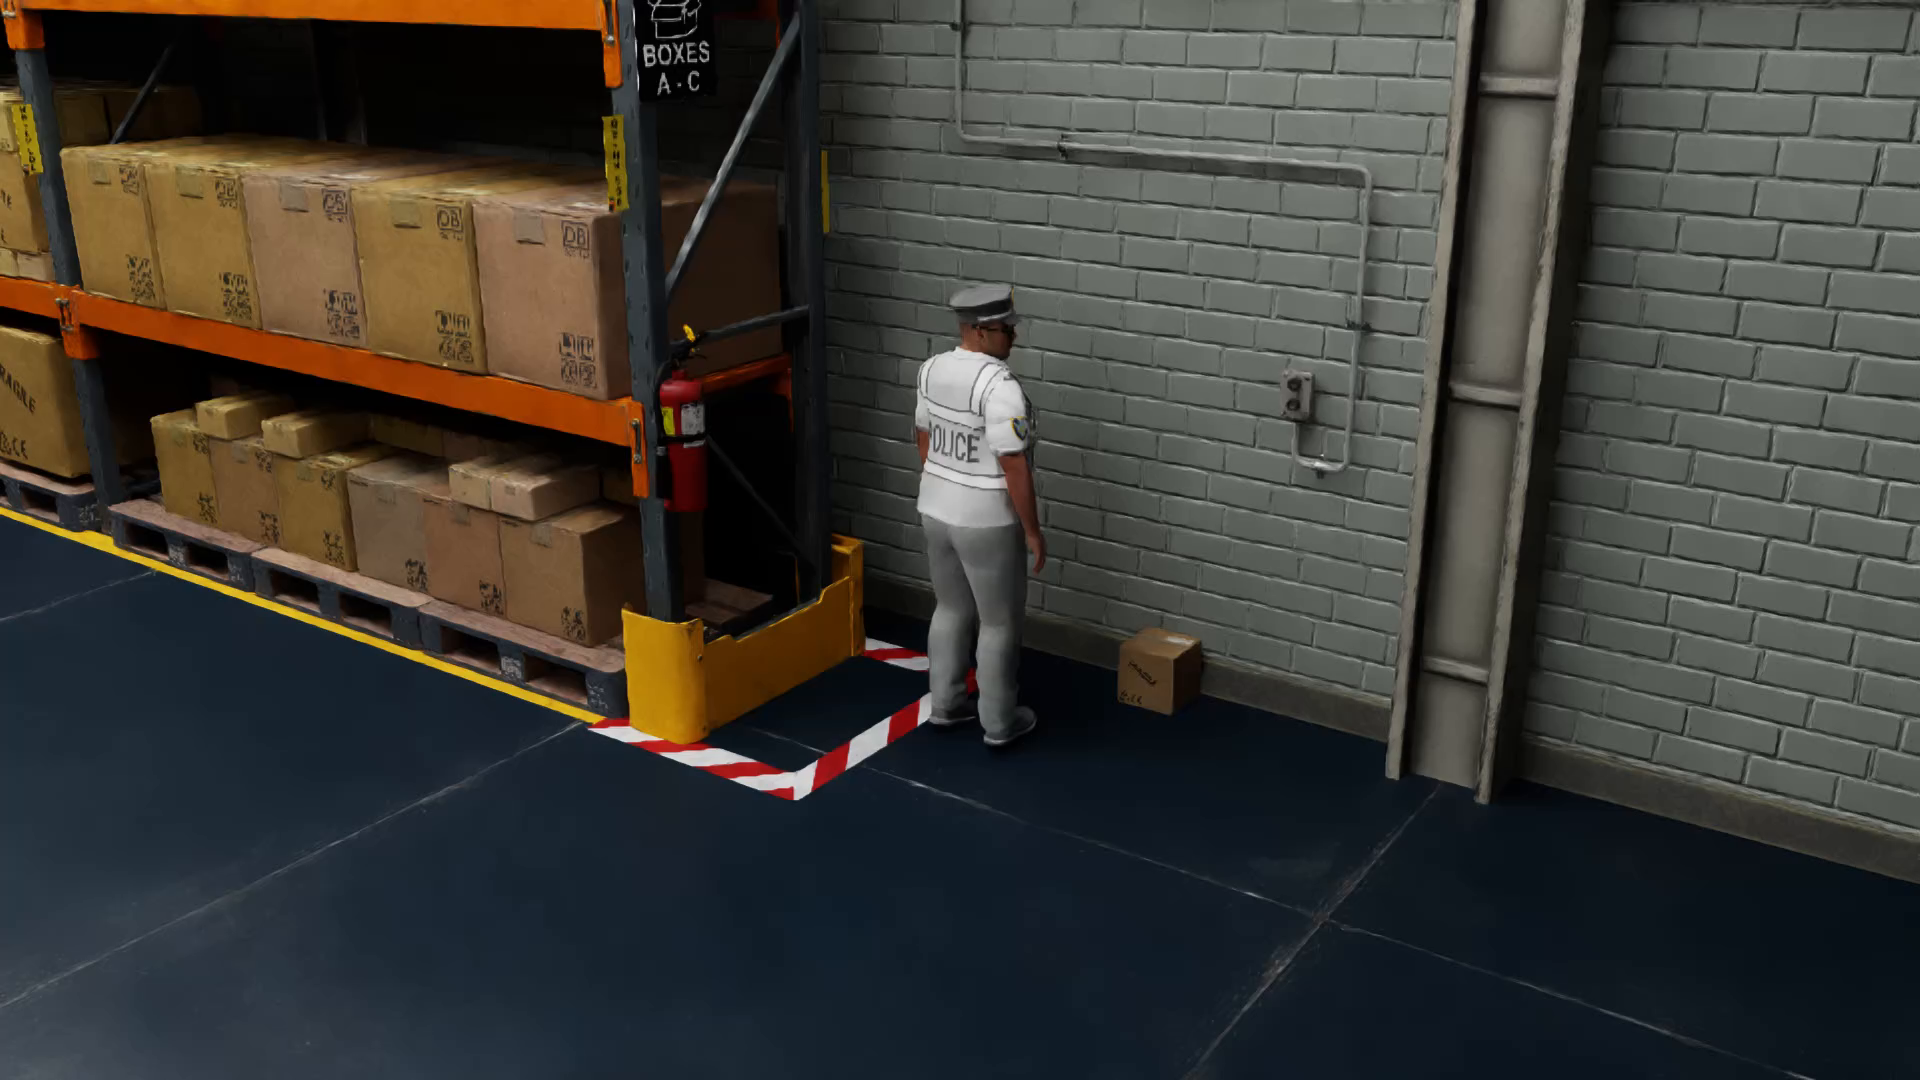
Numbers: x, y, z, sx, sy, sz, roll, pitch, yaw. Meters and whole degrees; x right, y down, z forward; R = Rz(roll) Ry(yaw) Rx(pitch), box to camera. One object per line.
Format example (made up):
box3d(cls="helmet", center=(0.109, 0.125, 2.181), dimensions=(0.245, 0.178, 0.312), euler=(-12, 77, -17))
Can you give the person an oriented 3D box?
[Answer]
box3d(cls="person", center=(0.087, -0.064, 6.234), dimensions=(0.443, 1.807, 0.588), euler=(-15, 25, -36))
